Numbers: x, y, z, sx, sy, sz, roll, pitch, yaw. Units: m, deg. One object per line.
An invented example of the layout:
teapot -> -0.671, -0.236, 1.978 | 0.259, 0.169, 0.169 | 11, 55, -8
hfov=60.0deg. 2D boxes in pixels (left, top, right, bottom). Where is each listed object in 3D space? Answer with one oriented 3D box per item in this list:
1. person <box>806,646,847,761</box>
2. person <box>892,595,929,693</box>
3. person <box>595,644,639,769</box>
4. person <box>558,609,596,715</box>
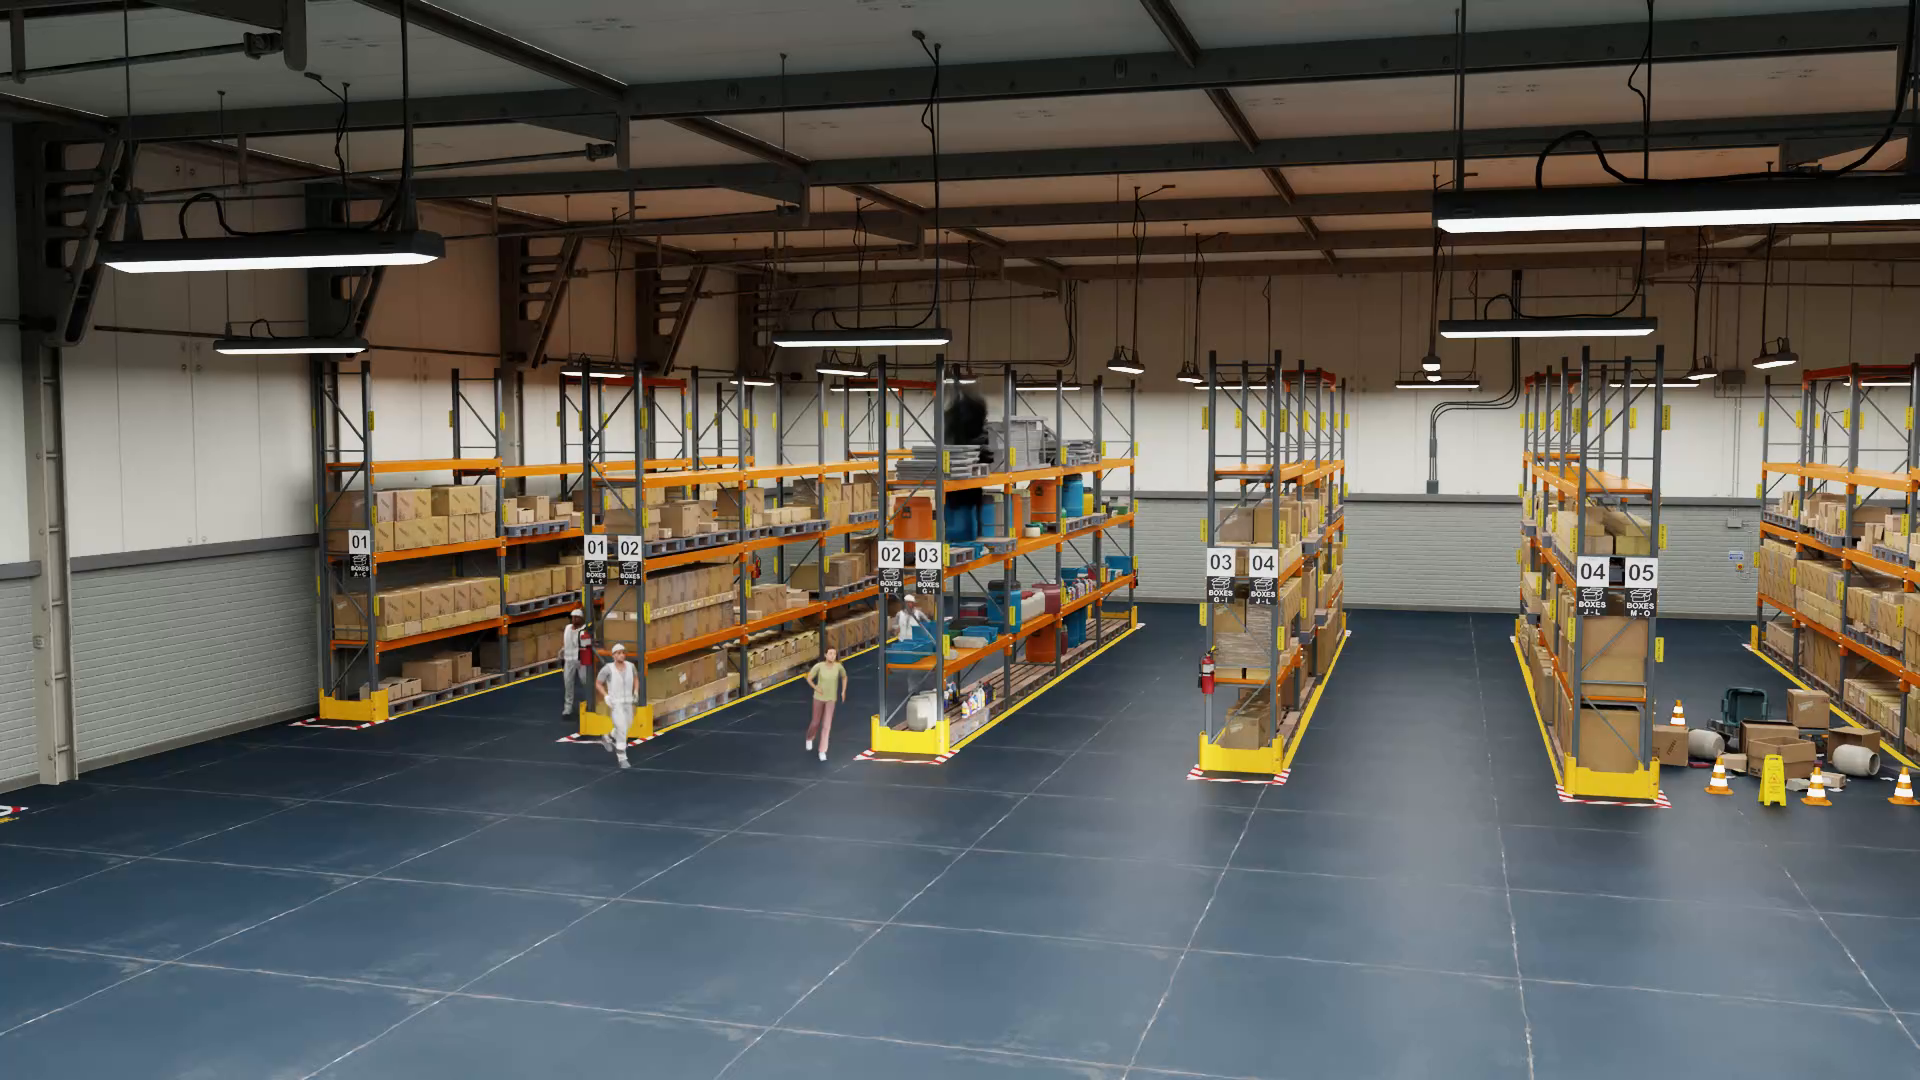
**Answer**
person -> -1.980, 2.401, 24.899 | 0.628, 1.662, 0.849 | -1, 4, -14
person -> -0.943, 1.924, 30.898 | 0.643, 1.836, 0.777 | 1, 4, 19
person -> -4.999, 2.389, 24.237 | 0.641, 1.785, 0.790 | -3, 5, -39
person -> -6.556, 2.063, 28.437 | 0.691, 1.762, 0.954 | 1, 4, 10
